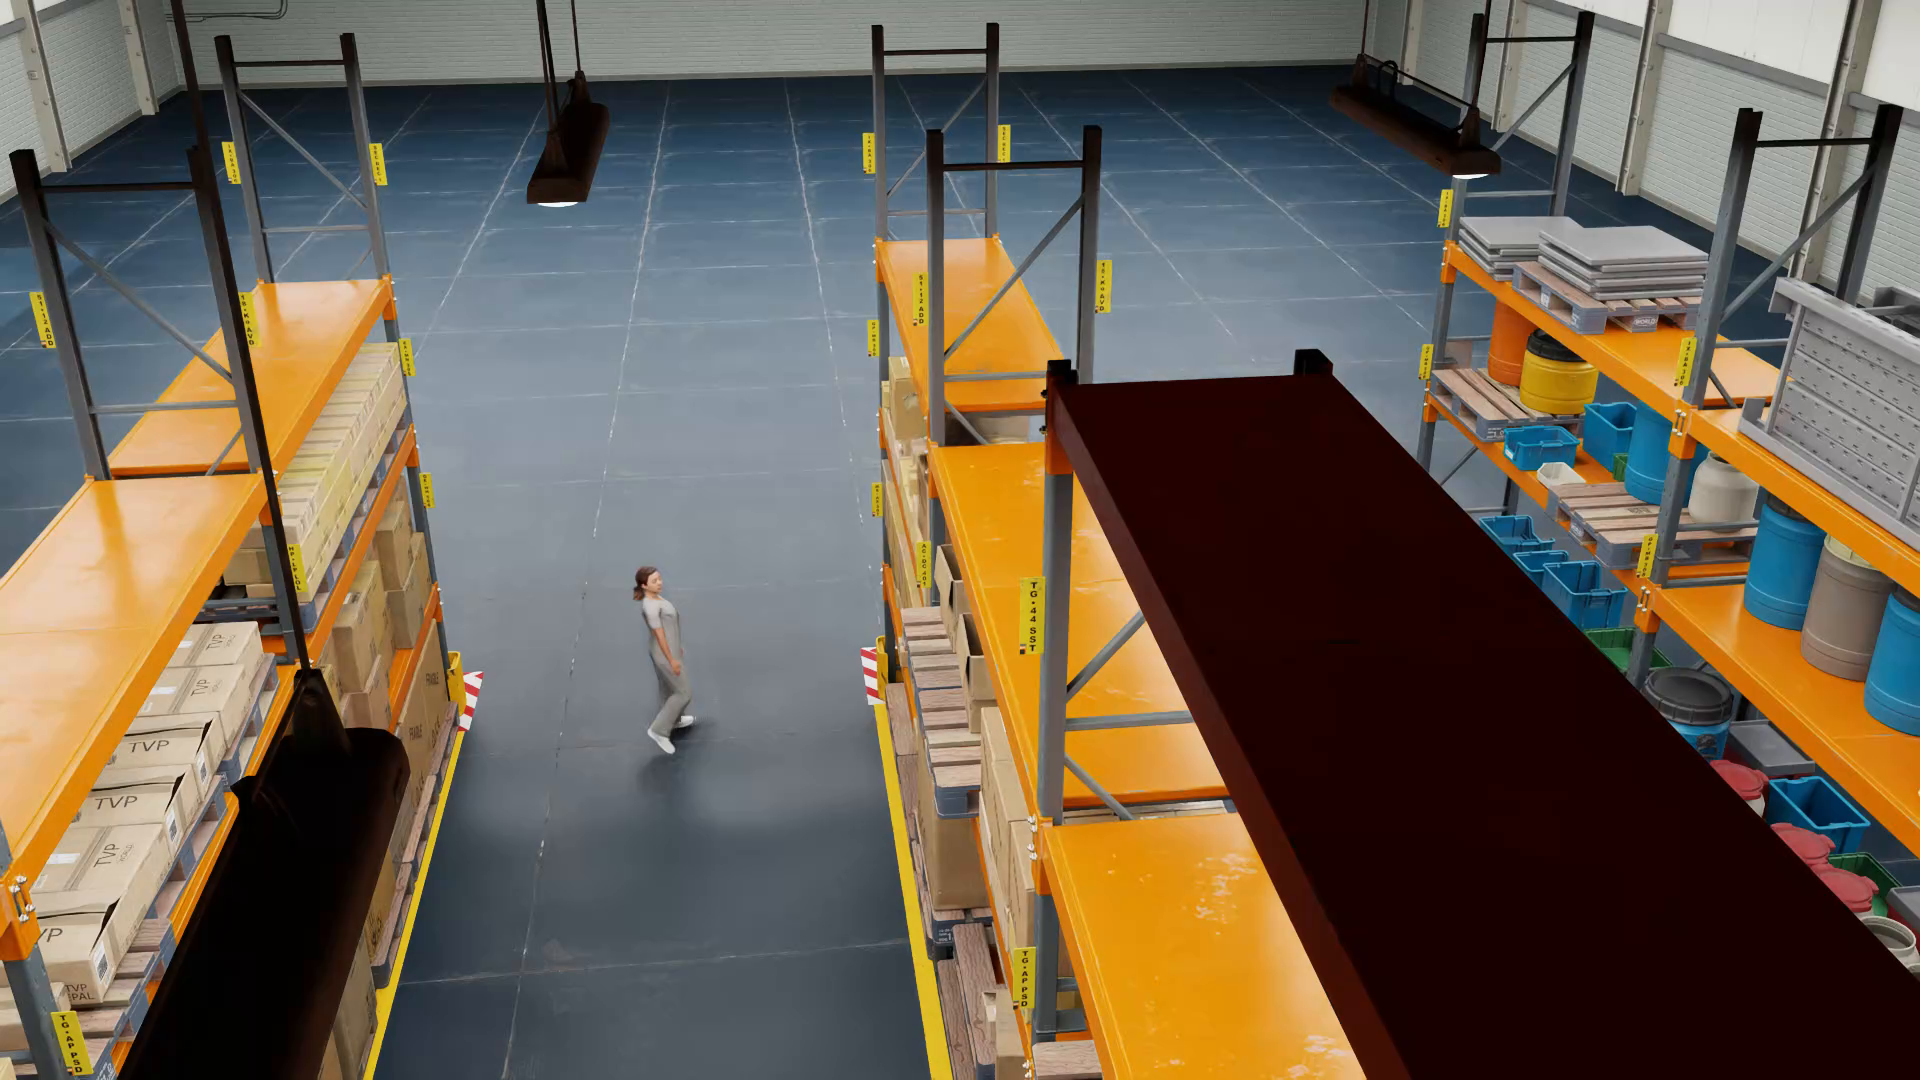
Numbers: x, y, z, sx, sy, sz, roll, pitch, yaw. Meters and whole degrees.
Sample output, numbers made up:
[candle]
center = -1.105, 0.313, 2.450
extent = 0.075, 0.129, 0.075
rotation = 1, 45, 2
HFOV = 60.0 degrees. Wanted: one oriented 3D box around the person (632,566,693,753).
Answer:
[person]
center = -2.555, 1.010, 14.445
extent = 0.468, 1.659, 0.557
rotation = -10, 27, -20
